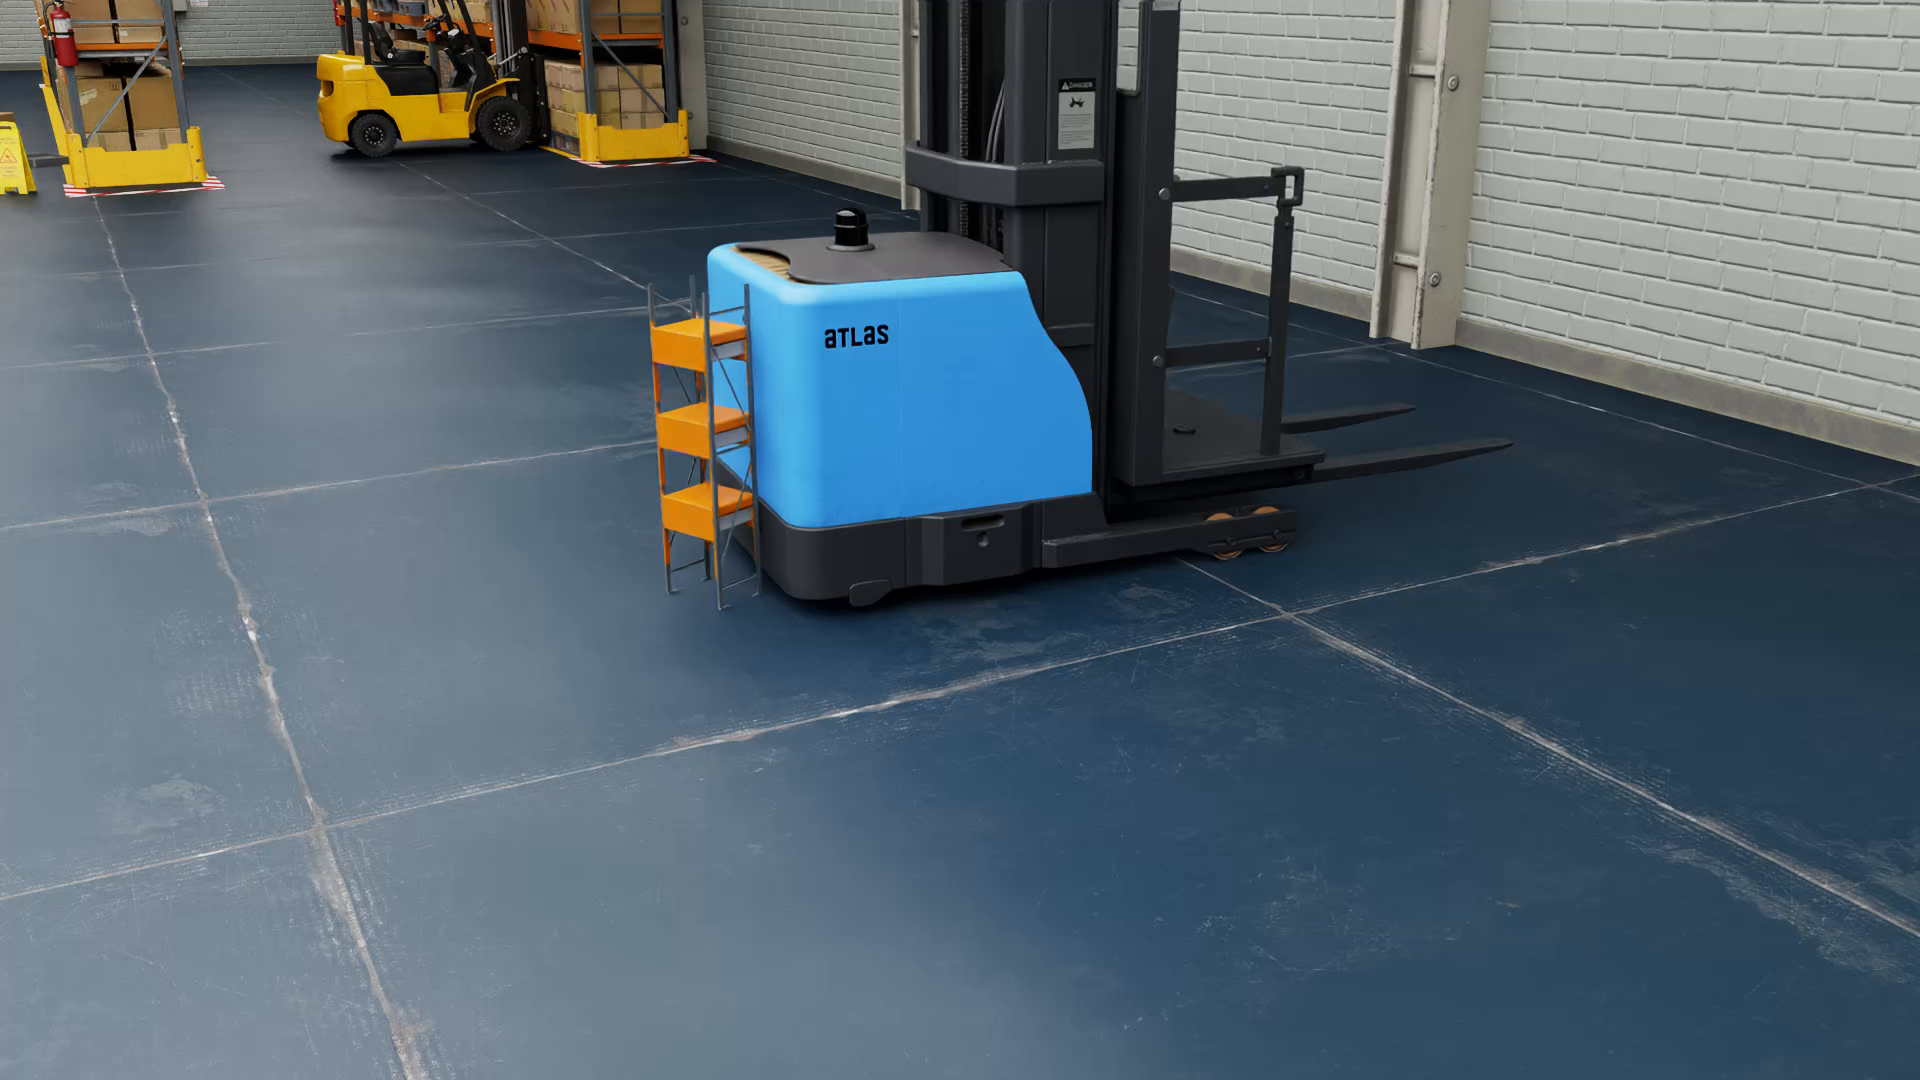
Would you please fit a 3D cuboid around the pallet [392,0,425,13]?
[{"bbox_3d":[-8.323,-8.418,26.223,1.003,0.211,1.213,-10,21,-27],"label":"pallet"}]

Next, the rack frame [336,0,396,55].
[{"bbox_3d":[-11.194,-10.248,31.231,1.000,3.000,0.127,-10,21,-27],"label":"rack frame"}]

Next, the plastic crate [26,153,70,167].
[{"bbox_3d":[-9.839,-4.075,17.819,0.583,0.080,0.402,16,25,39],"label":"plastic crate"}]

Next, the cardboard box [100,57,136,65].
[{"bbox_3d":[-12.017,-6.587,23.235,0.875,0.875,0.875,-10,22,-27],"label":"cardboard box"}]

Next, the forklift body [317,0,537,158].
[{"bbox_3d":[-6.103,-5.515,18.817,2.313,2.155,1.214,-10,21,-27],"label":"forklift body"}]

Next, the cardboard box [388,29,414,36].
[{"bbox_3d":[-9.305,-8.429,27.698,0.380,0.149,0.250,-10,22,-28],"label":"cardboard box"}]

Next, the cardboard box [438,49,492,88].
[{"bbox_3d":[-7.111,-6.846,24.370,0.875,0.625,0.625,-9,21,-25],"label":"cardboard box"}]

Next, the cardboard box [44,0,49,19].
[{"bbox_3d":[-9.899,-6.052,18.461,0.500,0.500,0.500,-10,21,-27],"label":"cardboard box"}]

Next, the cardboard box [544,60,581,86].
[{"bbox_3d":[-4.586,-5.399,19.218,0.500,0.250,0.500,-10,21,-26],"label":"cardboard box"}]

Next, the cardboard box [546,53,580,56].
[{"bbox_3d":[-4.838,-5.920,20.728,0.500,0.250,0.500,-10,22,-27],"label":"cardboard box"}]

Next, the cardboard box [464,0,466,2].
[{"bbox_3d":[-6.442,-7.364,22.337,0.500,0.250,0.500,-10,21,-26],"label":"cardboard box"}]

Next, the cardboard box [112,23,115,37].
[{"bbox_3d":[-8.540,-5.270,17.191,0.380,0.149,0.250,-9,21,-25],"label":"cardboard box"}]

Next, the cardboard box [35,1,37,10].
[{"bbox_3d":[-15.095,-9.053,27.616,0.500,0.500,0.500,-10,21,-27],"label":"cardboard box"}]

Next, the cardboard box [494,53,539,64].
[{"bbox_3d":[-5.542,-5.987,20.922,0.500,0.250,0.500,-10,22,-27],"label":"cardboard box"}]

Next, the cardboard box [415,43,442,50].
[{"bbox_3d":[-8.300,-7.688,26.006,0.380,0.149,0.250,-10,22,-27],"label":"cardboard box"}]

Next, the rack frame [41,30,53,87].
[{"bbox_3d":[-15.561,-9.478,29.000,1.000,3.000,0.127,-10,21,-27],"label":"rack frame"}]

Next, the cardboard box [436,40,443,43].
[{"bbox_3d":[-8.385,-8.062,27.091,0.380,0.149,0.250,-9,21,-25],"label":"cardboard box"}]

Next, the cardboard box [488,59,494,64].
[{"bbox_3d":[-5.754,-6.027,21.996,0.875,0.625,0.625,-9,21,-24],"label":"cardboard box"}]

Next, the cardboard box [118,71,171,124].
[{"bbox_3d":[-8.367,-4.569,17.195,0.500,0.500,0.500,-11,22,-29],"label":"cardboard box"}]

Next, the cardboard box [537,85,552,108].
[{"bbox_3d":[-4.595,-5.172,19.326,0.500,0.250,0.500,-11,22,-28],"label":"cardboard box"}]

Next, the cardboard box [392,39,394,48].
[{"bbox_3d":[-9.359,-8.279,27.719,0.380,0.149,0.250,-9,21,-24],"label":"cardboard box"}]

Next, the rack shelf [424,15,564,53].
[{"bbox_3d":[-6.446,-7.037,23.029,1.077,0.370,4.000,-10,21,-27],"label":"rack shelf"}]

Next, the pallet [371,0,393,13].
[{"bbox_3d":[-9.011,-8.763,27.221,1.003,0.211,1.213,-10,21,-27],"label":"pallet"}]

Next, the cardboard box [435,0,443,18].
[{"bbox_3d":[-7.165,-7.570,23.701,0.500,0.250,0.500,-10,22,-28],"label":"cardboard box"}]

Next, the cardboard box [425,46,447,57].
[{"bbox_3d":[-7.853,-7.377,25.106,0.380,0.149,0.250,-11,22,-29],"label":"cardboard box"}]

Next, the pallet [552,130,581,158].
[{"bbox_3d":[-3.997,-4.550,18.993,1.003,0.211,1.213,-10,21,-27],"label":"pallet"}]

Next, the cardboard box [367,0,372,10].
[{"bbox_3d":[-9.956,-9.175,28.509,0.380,0.149,0.250,-9,21,-25],"label":"cardboard box"}]

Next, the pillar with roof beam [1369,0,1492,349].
[{"bbox_3d":[-1.224,-4.719,6.010,9.100,9.000,0.400,-10,21,-27],"label":"pillar with roof beam"}]

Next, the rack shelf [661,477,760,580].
[{"bbox_3d":[-0.829,-0.042,5.529,0.240,0.259,0.215,14,23,35],"label":"rack shelf"}]

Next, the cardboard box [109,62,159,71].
[{"bbox_3d":[-9.345,-5.158,18.903,0.500,0.500,0.500,-10,22,-27],"label":"cardboard box"}]

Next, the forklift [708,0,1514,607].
[{"bbox_3d":[0.663,-1.463,5.878,3.031,2.935,1.130,-8,21,-22],"label":"forklift"}]

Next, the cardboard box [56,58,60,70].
[{"bbox_3d":[-9.437,-5.112,17.776,0.380,0.149,0.250,-9,21,-24],"label":"cardboard box"}]

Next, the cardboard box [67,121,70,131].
[{"bbox_3d":[-9.076,-4.273,17.488,0.500,0.250,0.500,-11,22,-29],"label":"cardboard box"}]

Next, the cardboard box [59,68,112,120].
[{"bbox_3d":[-9.311,-4.774,17.790,0.500,0.500,0.500,-9,21,-24],"label":"cardboard box"}]

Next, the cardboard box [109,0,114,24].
[{"bbox_3d":[-8.436,-5.546,16.996,0.500,0.500,0.500,-10,22,-28],"label":"cardboard box"}]

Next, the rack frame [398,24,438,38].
[{"bbox_3d":[-9.295,-9.100,27.904,1.000,3.000,0.127,-10,21,-27],"label":"rack frame"}]

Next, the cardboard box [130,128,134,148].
[{"bbox_3d":[-8.339,-4.206,17.292,0.500,0.250,0.500,-9,21,-25],"label":"cardboard box"}]

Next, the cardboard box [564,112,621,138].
[{"bbox_3d":[-4.098,-4.639,18.549,0.500,0.250,0.500,-10,21,-26],"label":"cardboard box"}]

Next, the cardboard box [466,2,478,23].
[{"bbox_3d":[-6.209,-6.980,21.990,0.500,0.250,0.500,-10,21,-27],"label":"cardboard box"}]

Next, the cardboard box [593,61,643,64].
[{"bbox_3d":[-3.899,-5.336,19.036,0.500,0.250,0.500,-10,21,-27],"label":"cardboard box"}]

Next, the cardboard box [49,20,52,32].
[{"bbox_3d":[-9.995,-5.774,18.652,0.380,0.149,0.250,-10,21,-27],"label":"cardboard box"}]

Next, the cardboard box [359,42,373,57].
[{"bbox_3d":[-10.453,-8.656,29.806,0.500,0.500,0.500,-10,21,-26],"label":"cardboard box"}]

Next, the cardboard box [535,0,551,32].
[{"bbox_3d":[-4.543,-6.100,19.058,0.500,0.500,0.500,-10,22,-28],"label":"cardboard box"}]

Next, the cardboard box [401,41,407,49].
[{"bbox_3d":[-8.799,-7.985,26.868,0.380,0.149,0.250,-10,21,-27],"label":"cardboard box"}]

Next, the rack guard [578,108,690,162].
[{"bbox_3d":[-3.585,-4.466,18.308,1.175,0.500,0.348,-10,21,-27],"label":"rack guard"}]

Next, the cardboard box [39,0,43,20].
[{"bbox_3d":[-12.487,-7.360,23.091,0.500,0.250,0.500,-10,21,-26],"label":"cardboard box"}]

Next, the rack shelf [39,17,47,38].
[{"bbox_3d":[-12.712,-7.415,24.126,1.077,0.370,4.000,-10,21,-27],"label":"rack shelf"}]

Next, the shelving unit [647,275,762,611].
[{"bbox_3d":[-0.829,-0.315,5.435,0.252,1.050,0.215,14,23,35],"label":"shelving unit"}]
